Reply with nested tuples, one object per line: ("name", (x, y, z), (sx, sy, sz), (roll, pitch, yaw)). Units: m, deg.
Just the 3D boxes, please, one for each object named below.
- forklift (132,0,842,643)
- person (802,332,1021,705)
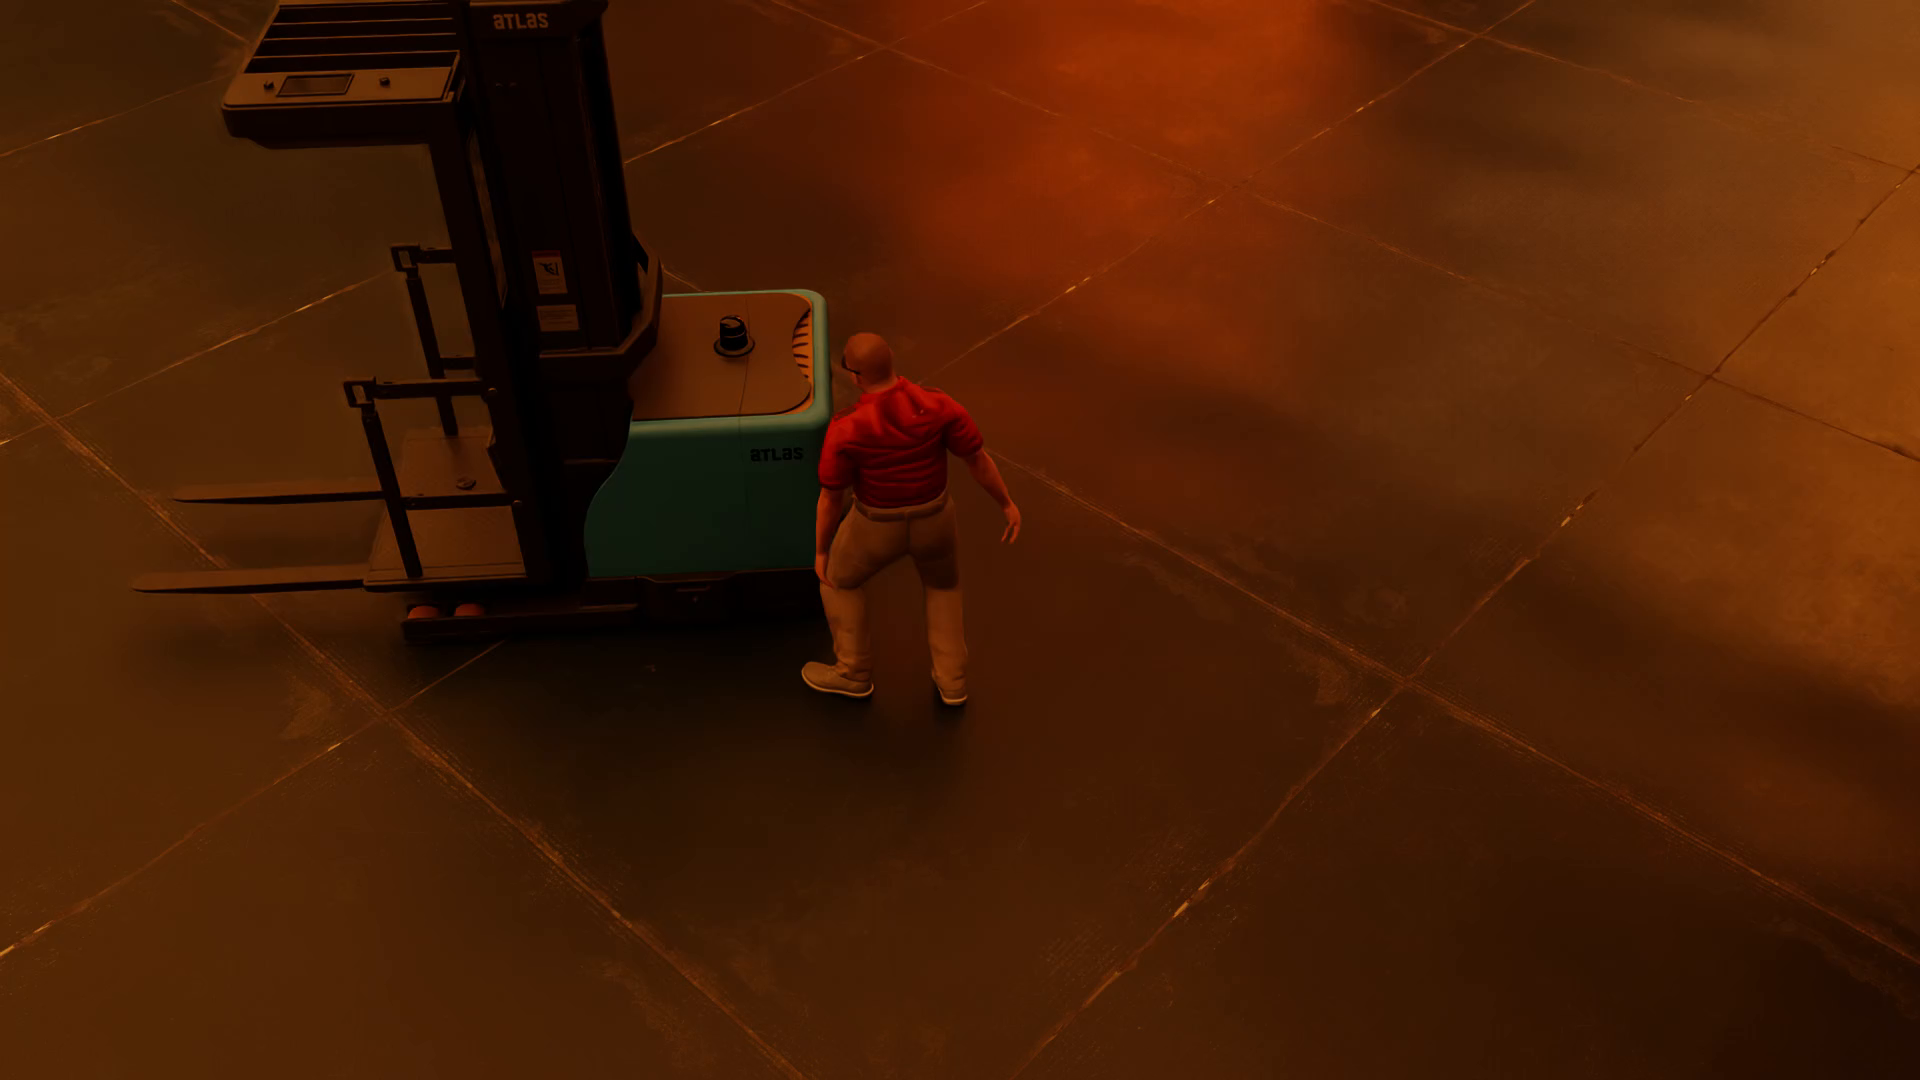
("forklift", (-2.052, -1.027, 6.625), (3.031, 2.935, 1.130), (-3, 41, -3))
("person", (-0.210, -0.039, 6.489), (0.898, 1.717, 0.478), (-7, 41, -8))
